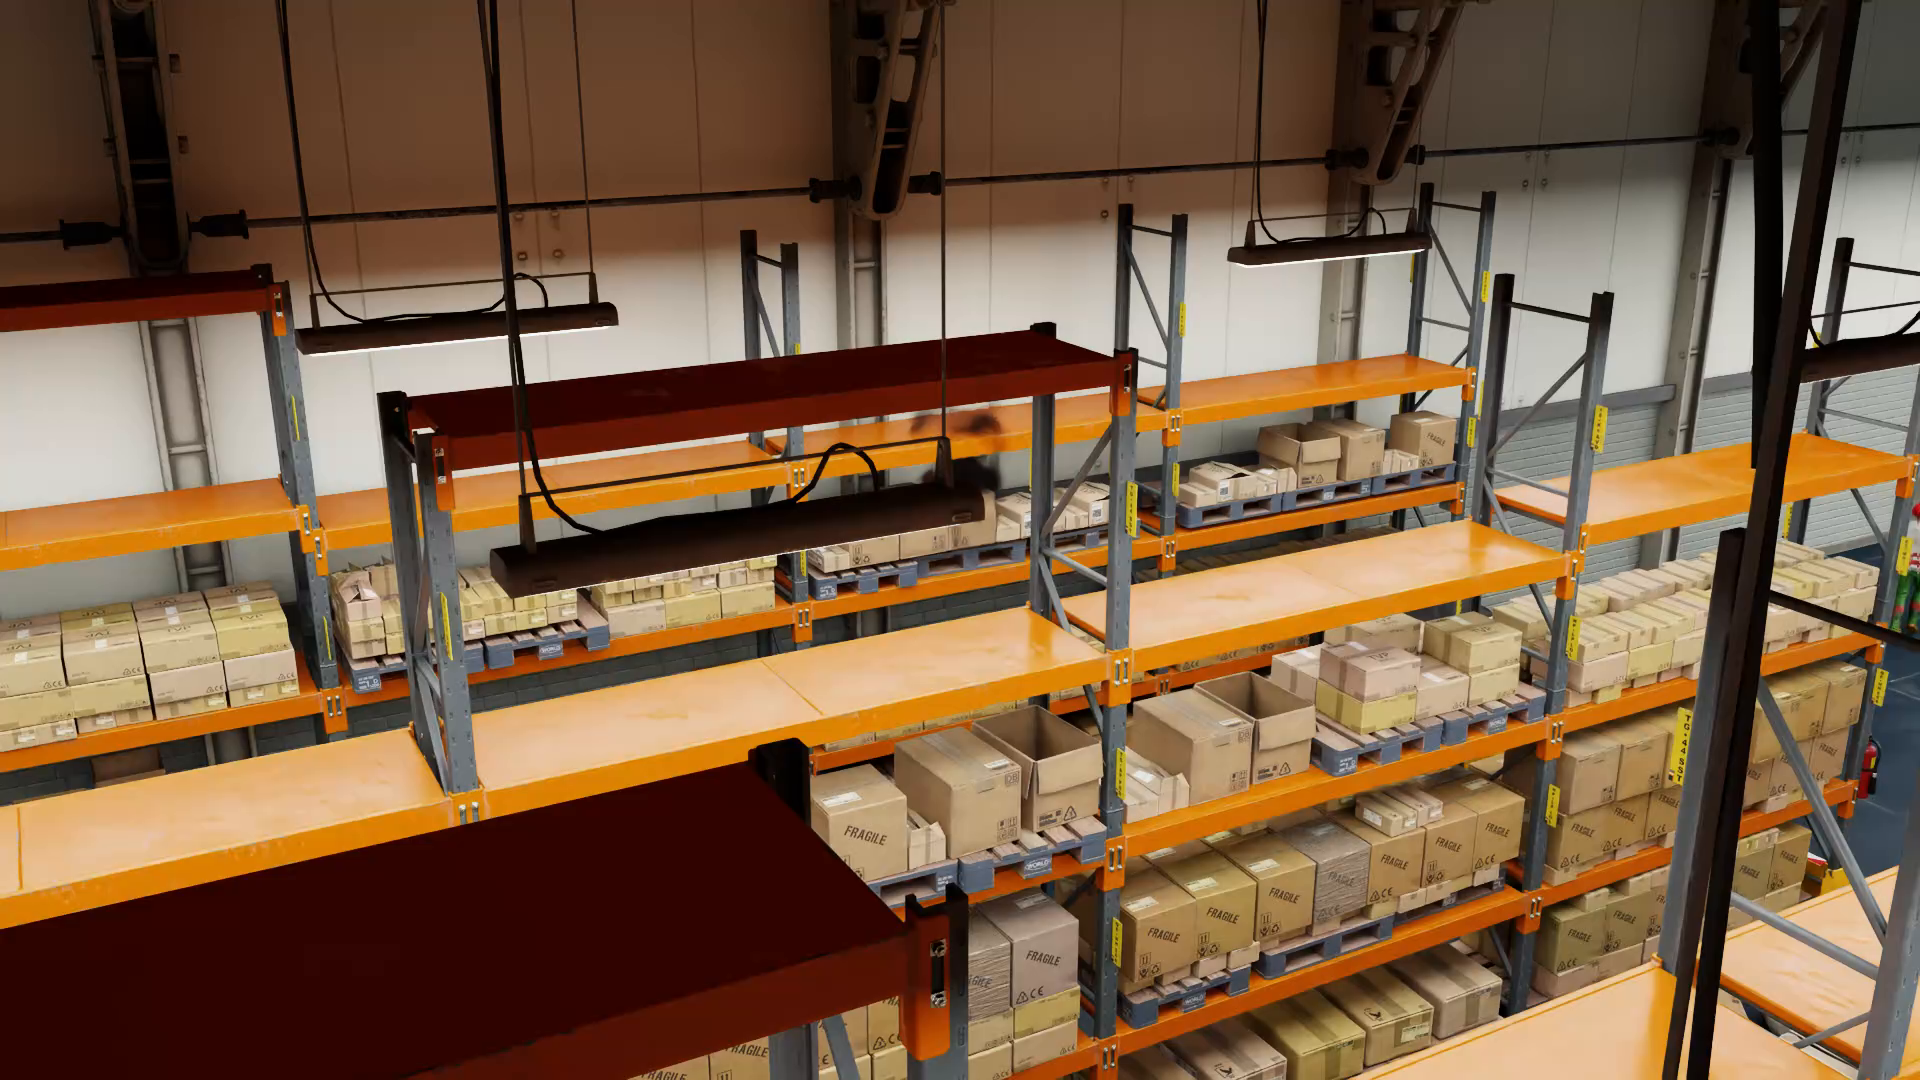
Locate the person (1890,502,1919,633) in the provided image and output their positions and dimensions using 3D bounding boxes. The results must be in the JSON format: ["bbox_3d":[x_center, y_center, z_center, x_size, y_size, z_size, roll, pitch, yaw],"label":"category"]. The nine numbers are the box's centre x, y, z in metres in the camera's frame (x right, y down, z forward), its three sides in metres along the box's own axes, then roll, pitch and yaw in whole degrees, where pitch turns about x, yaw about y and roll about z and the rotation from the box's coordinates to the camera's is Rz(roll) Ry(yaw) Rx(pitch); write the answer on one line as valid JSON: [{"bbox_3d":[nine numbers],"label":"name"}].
[{"bbox_3d":[12.300,0.390,21.493,0.634,1.849,0.804,15,23,38],"label":"person"}]
